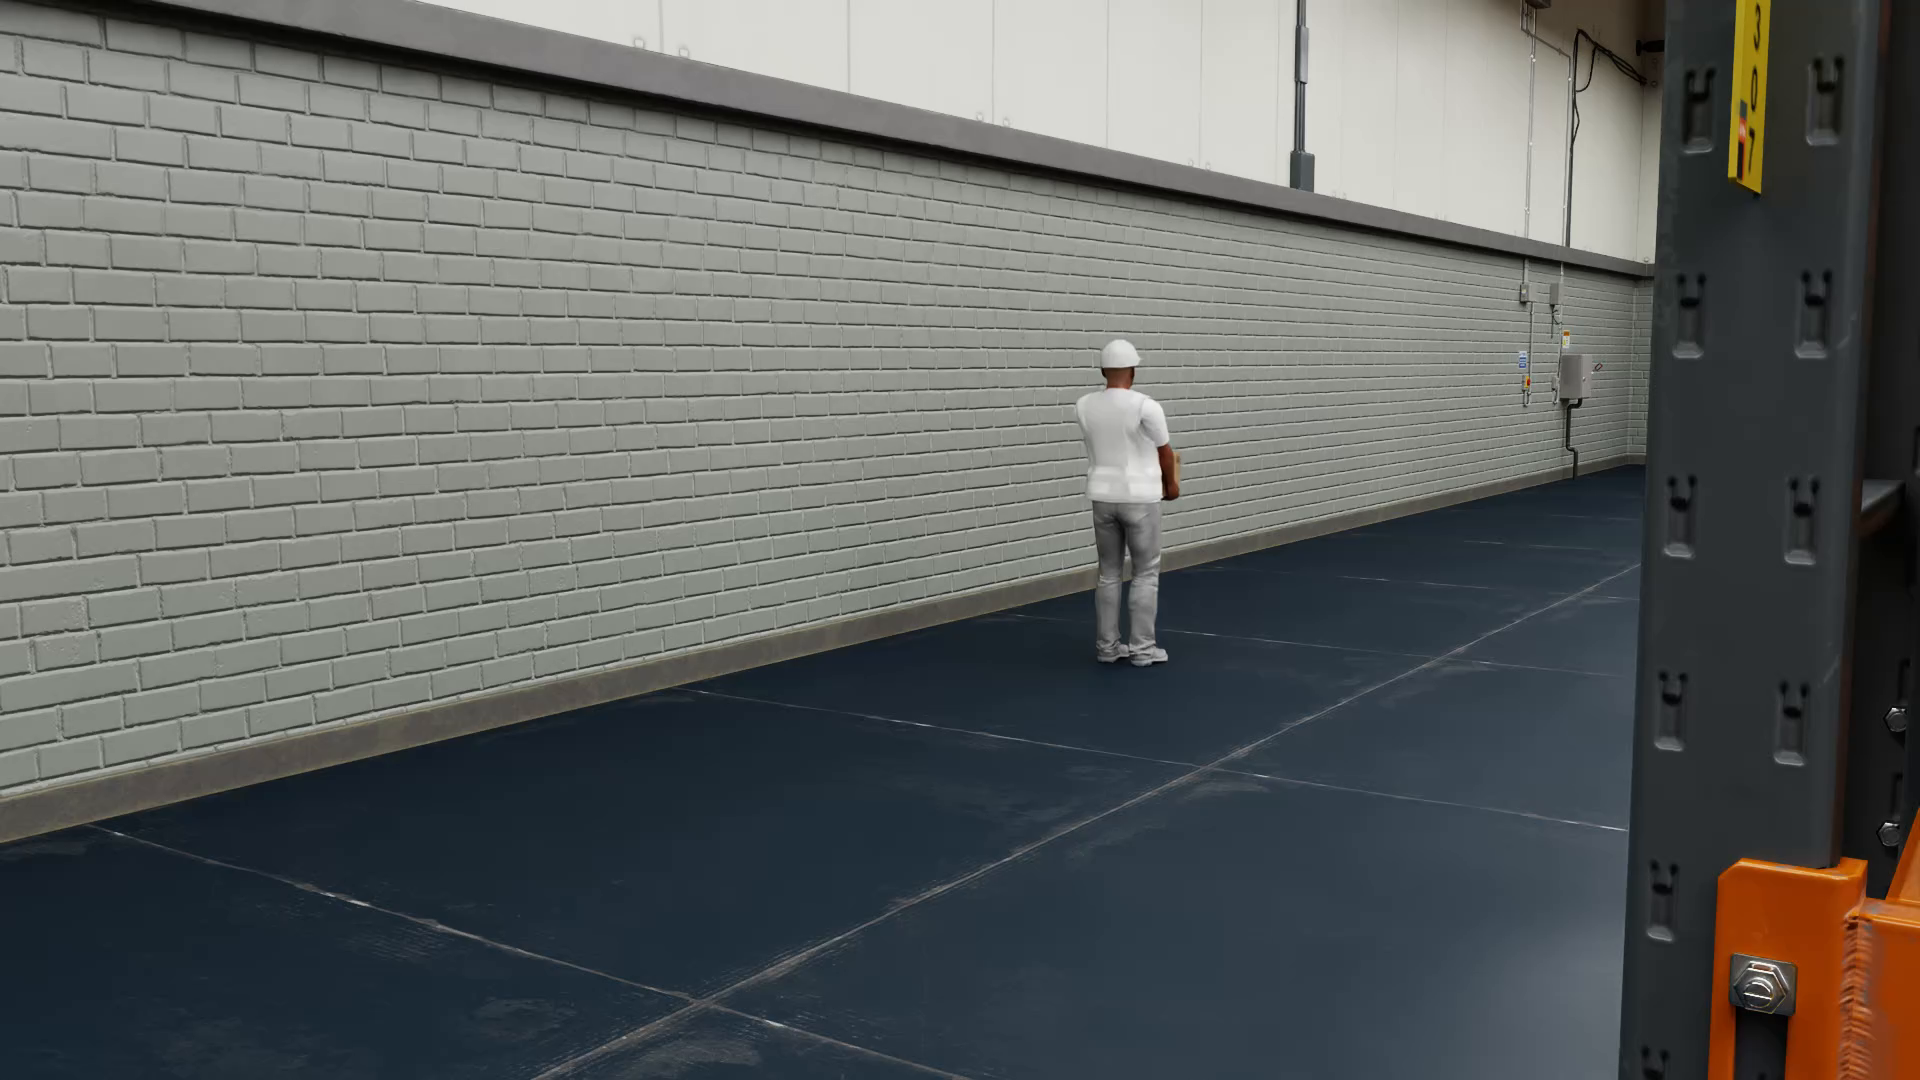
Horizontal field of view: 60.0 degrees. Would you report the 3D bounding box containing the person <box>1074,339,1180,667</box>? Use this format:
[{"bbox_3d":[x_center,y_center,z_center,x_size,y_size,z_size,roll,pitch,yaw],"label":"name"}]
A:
[{"bbox_3d":[0.936,-0.210,9.106,0.504,1.762,0.566,4,8,34],"label":"person"}]
